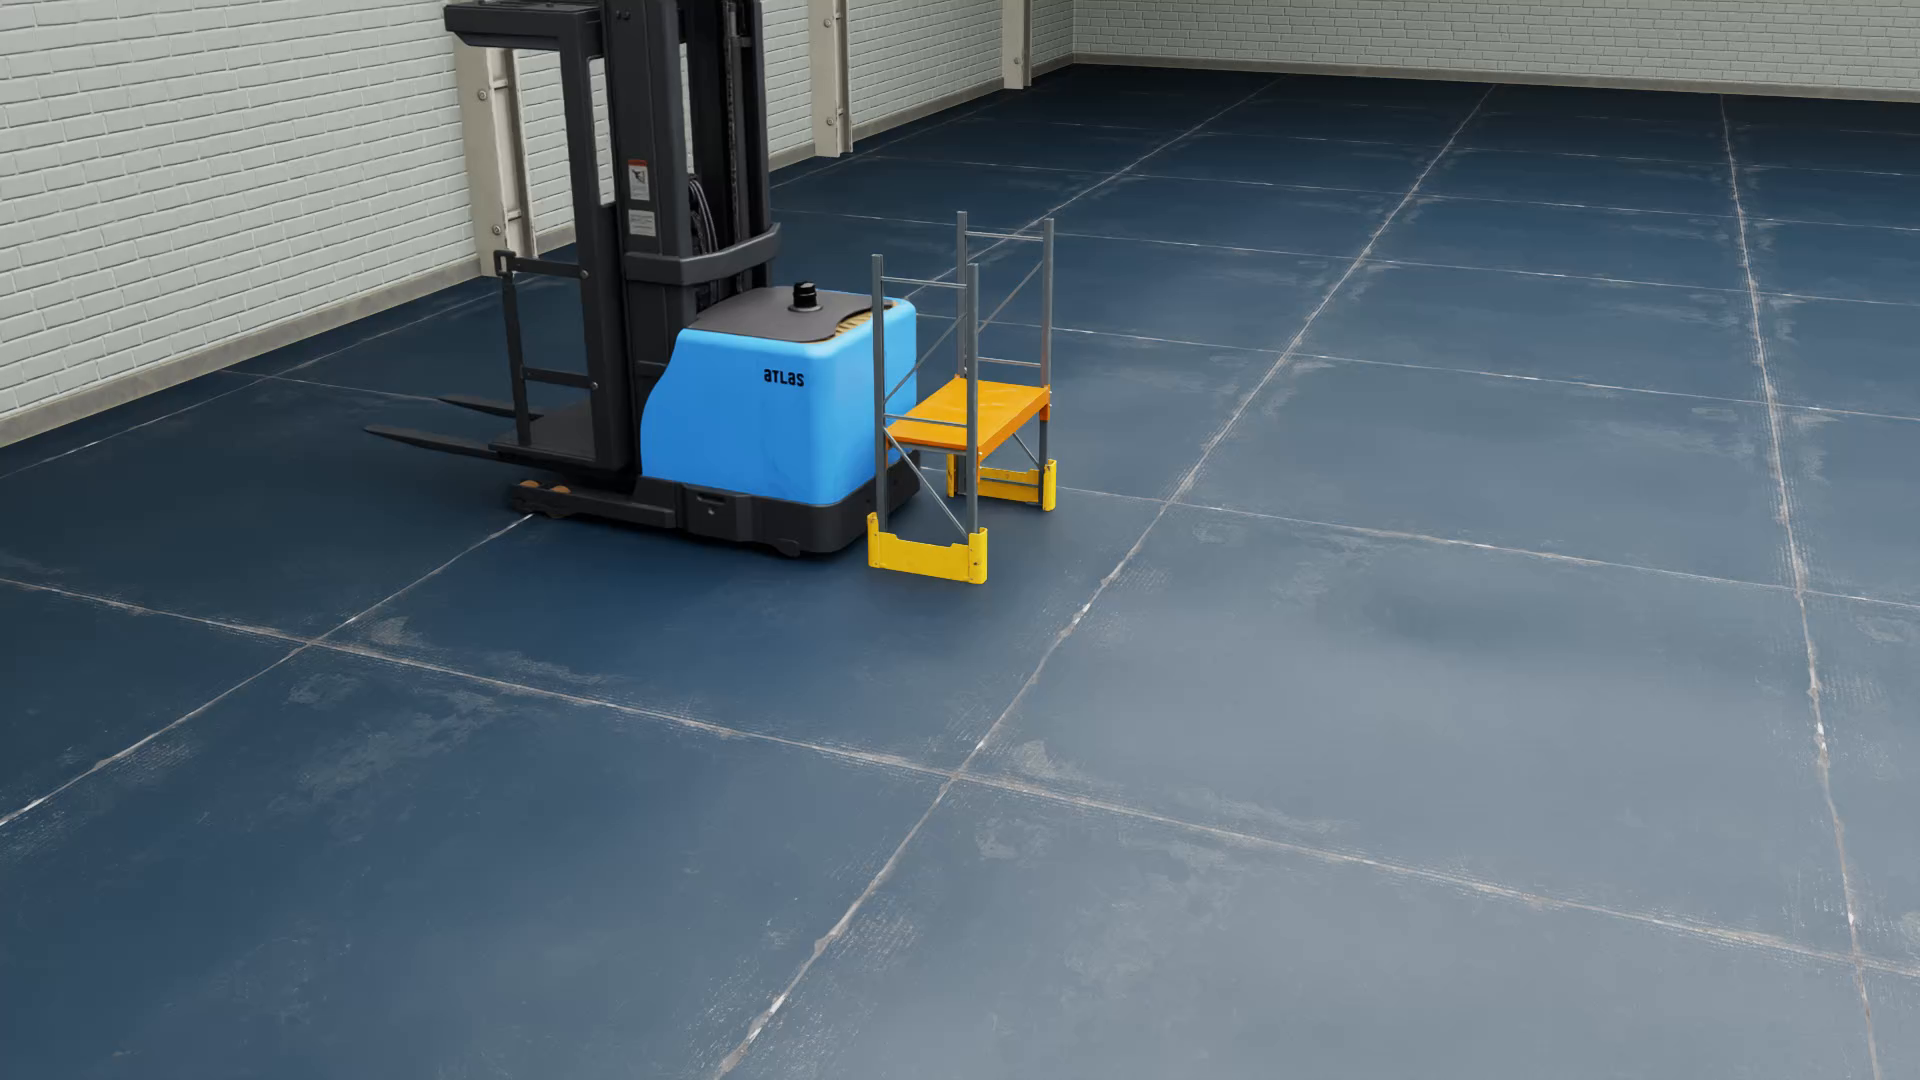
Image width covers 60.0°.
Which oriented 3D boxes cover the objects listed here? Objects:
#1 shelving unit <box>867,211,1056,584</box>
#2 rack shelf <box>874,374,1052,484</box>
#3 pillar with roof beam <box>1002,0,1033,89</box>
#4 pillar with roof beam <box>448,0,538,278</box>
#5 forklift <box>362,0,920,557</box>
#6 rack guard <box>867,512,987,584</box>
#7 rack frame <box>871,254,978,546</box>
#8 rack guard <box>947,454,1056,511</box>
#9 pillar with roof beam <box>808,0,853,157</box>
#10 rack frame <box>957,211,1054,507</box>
[{"bbox_3d":[0.028,-0.719,8.026,0.587,1.500,1.083,9,24,20],"label":"shelving unit"},{"bbox_3d":[0.032,-0.557,8.103,0.538,0.185,1.000,9,24,20],"label":"rack shelf"},{"bbox_3d":[4.804,-10.006,20.529,9.100,9.000,0.400,9,24,20],"label":"pillar with roof beam"},{"bbox_3d":[0.346,-5.712,10.249,9.100,9.000,0.400,9,24,20],"label":"pillar with roof beam"},{"bbox_3d":[-1.769,-1.634,8.360,3.031,2.935,1.130,10,25,22],"label":"forklift"},{"bbox_3d":[-0.157,0.036,7.840,0.587,0.250,0.087,9,24,20],"label":"rack guard"},{"bbox_3d":[-0.157,-0.541,7.599,0.500,1.500,0.032,9,24,20],"label":"rack frame"},{"bbox_3d":[0.213,-0.321,8.694,0.587,0.250,0.087,9,24,20],"label":"rack guard"},{"bbox_3d":[2.575,-7.859,15.389,9.100,9.000,0.400,9,24,20],"label":"pillar with roof beam"},{"bbox_3d":[0.221,-0.904,8.470,0.500,1.500,0.032,9,24,20],"label":"rack frame"}]
